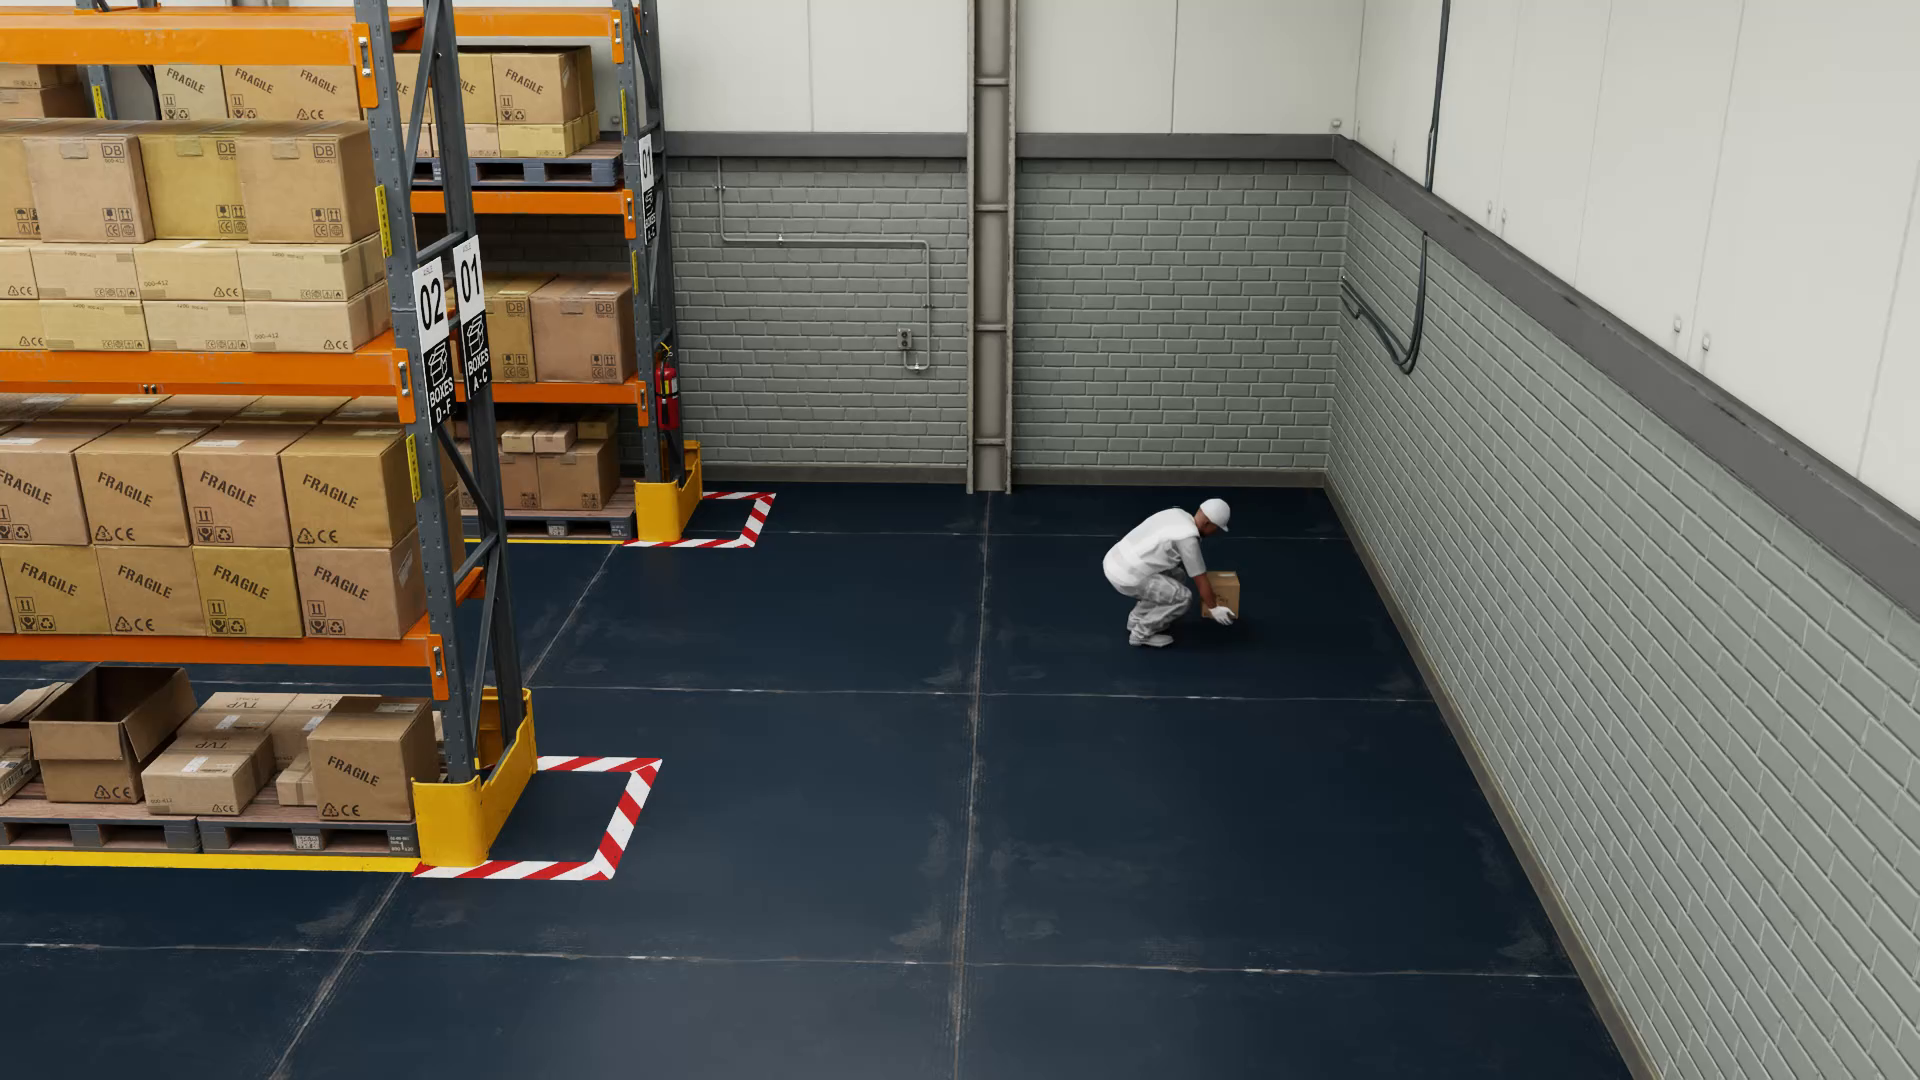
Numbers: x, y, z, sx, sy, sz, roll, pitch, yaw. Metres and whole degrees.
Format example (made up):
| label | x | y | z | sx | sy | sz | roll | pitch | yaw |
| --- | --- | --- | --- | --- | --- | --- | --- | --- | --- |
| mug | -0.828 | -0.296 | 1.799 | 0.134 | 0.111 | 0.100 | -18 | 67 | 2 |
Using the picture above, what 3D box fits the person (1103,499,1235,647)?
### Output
| label | x | y | z | sx | sy | sz | roll | pitch | yaw |
| --- | --- | --- | --- | --- | --- | --- | --- | --- | --- |
| person | 1.458 | 0.200 | 11.620 | 0.912 | 1.014 | 0.578 | 1 | 21 | 2 |
